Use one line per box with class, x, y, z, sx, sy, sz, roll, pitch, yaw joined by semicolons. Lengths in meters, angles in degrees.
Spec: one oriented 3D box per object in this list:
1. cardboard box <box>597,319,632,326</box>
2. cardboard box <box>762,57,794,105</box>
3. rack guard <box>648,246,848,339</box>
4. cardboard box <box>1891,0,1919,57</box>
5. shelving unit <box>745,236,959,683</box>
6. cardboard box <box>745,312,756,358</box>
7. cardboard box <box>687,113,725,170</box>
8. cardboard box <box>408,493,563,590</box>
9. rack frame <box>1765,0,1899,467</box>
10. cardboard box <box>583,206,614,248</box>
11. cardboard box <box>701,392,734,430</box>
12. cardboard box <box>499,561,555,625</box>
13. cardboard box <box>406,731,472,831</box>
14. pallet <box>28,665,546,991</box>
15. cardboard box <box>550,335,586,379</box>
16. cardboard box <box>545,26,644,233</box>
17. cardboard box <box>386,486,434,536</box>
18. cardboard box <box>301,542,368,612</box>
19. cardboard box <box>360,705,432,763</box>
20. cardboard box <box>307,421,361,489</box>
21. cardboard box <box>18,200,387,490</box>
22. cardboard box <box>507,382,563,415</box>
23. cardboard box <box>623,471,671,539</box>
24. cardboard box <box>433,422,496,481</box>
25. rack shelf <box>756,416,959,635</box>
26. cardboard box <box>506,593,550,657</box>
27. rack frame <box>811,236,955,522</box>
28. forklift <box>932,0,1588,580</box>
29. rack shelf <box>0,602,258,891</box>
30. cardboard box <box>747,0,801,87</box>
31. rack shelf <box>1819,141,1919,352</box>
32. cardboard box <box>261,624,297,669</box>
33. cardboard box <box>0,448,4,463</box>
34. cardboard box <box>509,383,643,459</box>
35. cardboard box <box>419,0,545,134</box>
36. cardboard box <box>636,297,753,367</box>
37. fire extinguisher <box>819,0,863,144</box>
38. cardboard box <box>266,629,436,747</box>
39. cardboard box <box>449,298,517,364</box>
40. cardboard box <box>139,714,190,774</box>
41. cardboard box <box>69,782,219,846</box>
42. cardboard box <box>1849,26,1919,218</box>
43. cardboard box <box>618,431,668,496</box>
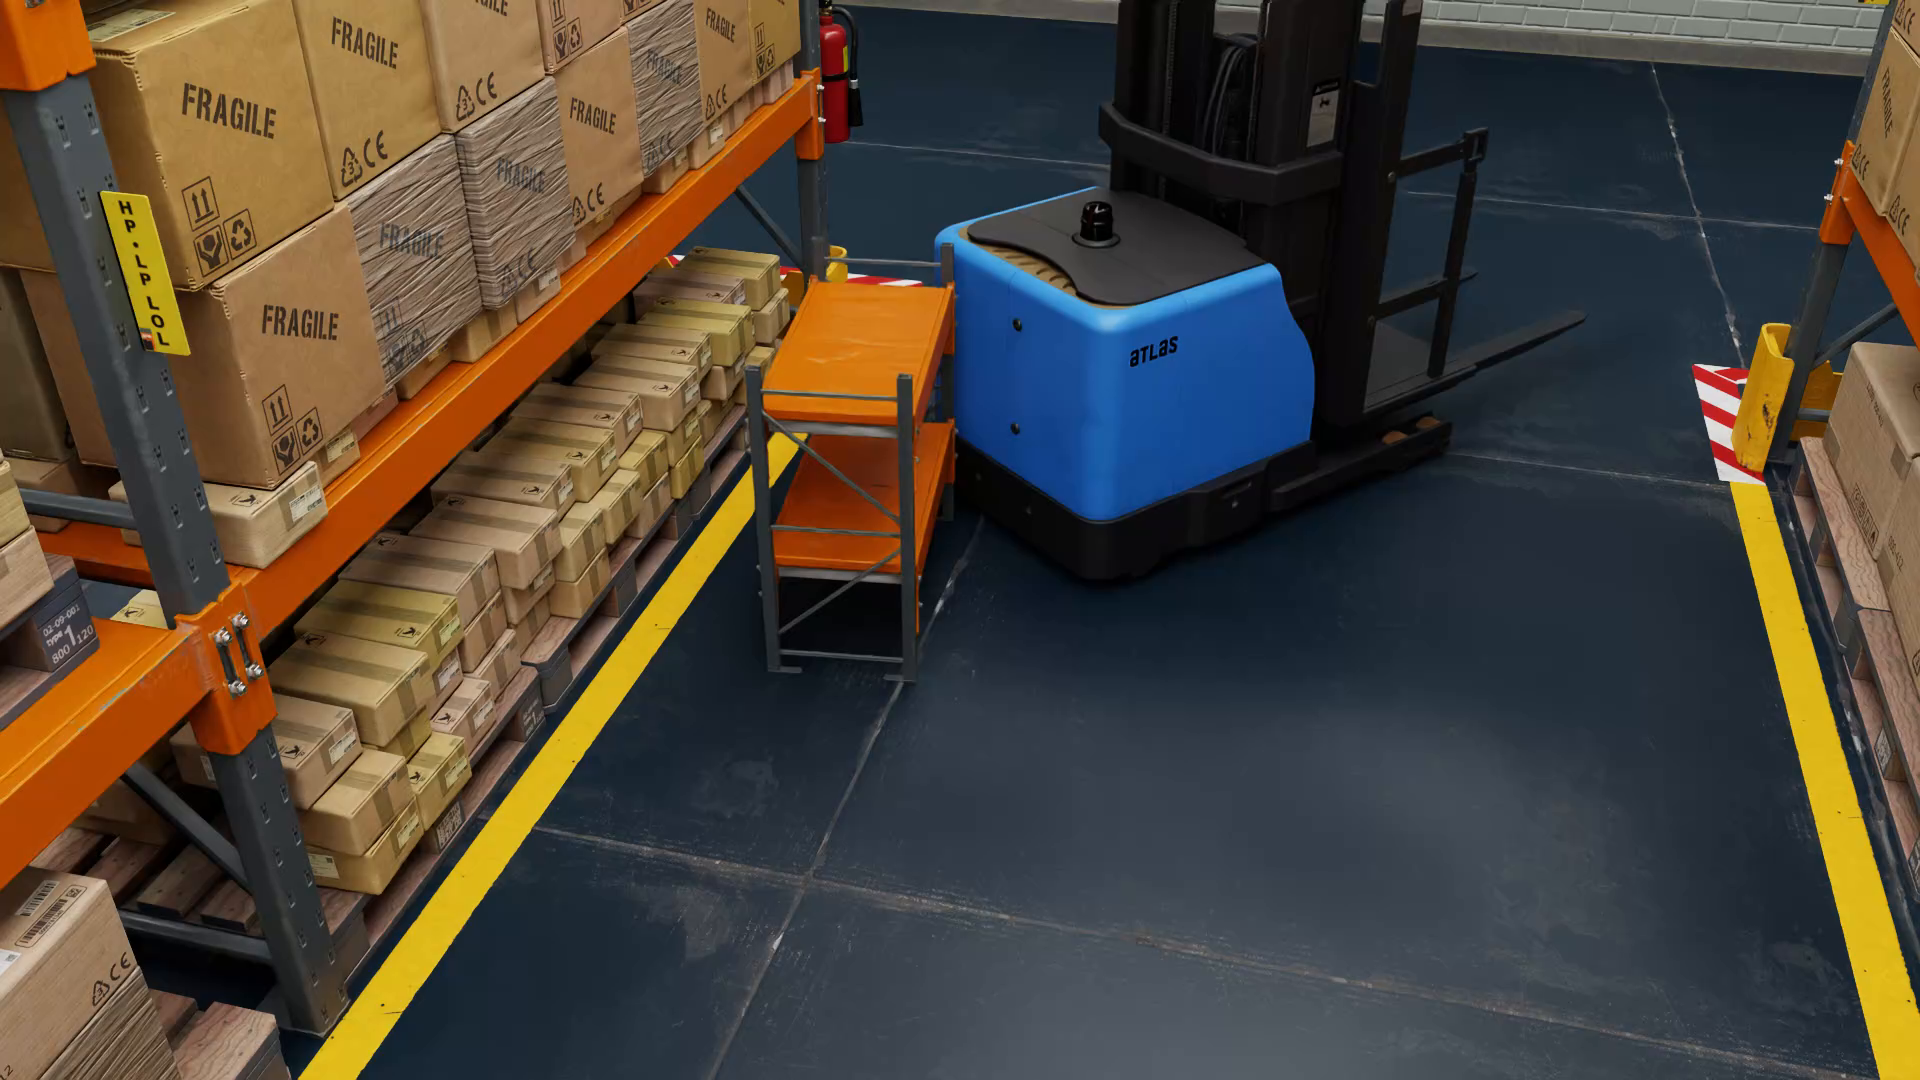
cardboard box;-1.578;-0.893;6.848;0.380;0.149;0.250;8;33;12
cardboard box;-0.882;-1.851;6.601;0.380;0.149;0.250;8;33;12
rack guard;-1.092;-1.071;7.468;1.175;0.500;0.348;8;33;12
cardboard box;3.343;-1.798;5.256;0.500;0.500;0.500;7;33;11
shelving unit;-0.331;-0.296;5.666;0.538;1.125;1.048;4;33;6
cardboard box;-1.049;-0.824;6.738;0.380;0.149;0.250;7;33;11
cardboard box;-1.073;-1.460;5.984;0.380;0.149;0.250;9;34;14
cardboard box;-1.469;0.003;5.161;0.380;0.149;0.250;9;33;13
rack frame;3.741;-1.544;5.882;1.000;3.000;0.127;8;33;12
cardboard box;-1.346;-1.055;5.348;0.380;0.149;0.250;9;33;13
cardboard box;-1.122;-0.565;6.609;0.380;0.149;0.250;8;33;12
cardboard box;-1.518;0.112;5.266;0.380;0.149;0.250;10;34;15
cardboard box;-1.617;0.653;4.693;0.380;0.149;0.250;9;34;14
pallet;-1.952;0.734;4.899;1.003;0.211;1.213;8;33;12
cardboard box;-1.659;-0.752;6.348;0.380;0.149;0.250;6;33;10
cardboard box;-1.330;-1.276;5.091;0.500;0.500;0.500;10;34;15
cardboard box;-1.916;-0.067;5.549;0.380;0.149;0.250;6;33;10
cardboard box;-2.025;0.073;5.050;0.380;0.149;0.250;9;34;14
cardboard box;-1.709;0.523;4.620;0.380;0.149;0.250;8;33;13
cardboard box;-1.706;-0.230;4.050;0.380;0.149;0.250;9;34;14
cardboard box;-1.719;-0.480;3.838;0.500;0.500;0.500;7;33;11
cardboard box;-1.700;-0.485;6.206;0.380;0.149;0.250;6;33;10
cardboard box;-1.265;-0.155;5.964;0.380;0.149;0.250;9;33;13
cardboard box;-1.821;-0.336;5.693;0.380;0.149;0.250;8;33;12
rack shelf;-0.331;-0.089;5.798;0.538;0.278;1.000;4;33;6
cardboard box;-1.554;0.234;5.352;0.380;0.149;0.250;7;33;10
rack frame;-0.271;-0.566;6.092;0.500;1.125;0.032;4;33;6
forklift;1.381;-1.716;6.217;3.031;2.935;1.130;-21;38;-30
rack shelf;-2.596;1.252;2.155;1.077;0.370;4.000;8;33;12
cardboard box;-0.938;-2.065;6.331;0.500;0.500;0.500;9;33;13
rack shelf;3.233;-0.202;4.443;1.077;0.370;4.000;8;33;12
cardboard box;-2.208;0.321;4.938;0.380;0.149;0.250;7;33;11
cardboard box;-2.001;-0.177;3.020;0.380;0.149;0.250;10;34;15
cardboard box;-1.340;-0.412;5.814;0.380;0.149;0.250;7;33;11
cardboard box;-1.463;-1.408;4.367;0.500;0.500;0.500;9;33;13
cardboard box;-1.024;-0.807;6.435;0.380;0.149;0.250;7;33;11
fire extinguisher;-0.563;-2.043;7.087;0.296;0.674;0.183;8;33;12
cardboard box;-1.673;0.400;4.536;0.380;0.149;0.250;10;34;15
cardboard box;-1.487;-0.638;4.691;0.380;0.149;0.250;9;33;13
cardboard box;-2.250;0.465;4.434;0.380;0.149;0.250;9;34;14
cardboard box;-2.318;0.687;4.640;0.380;0.149;0.250;8;33;13
cardboard box;3.341;-1.376;5.525;0.500;0.500;0.500;8;33;12
cardboard box;-1.263;-0.281;5.885;0.380;0.149;0.250;10;34;15
